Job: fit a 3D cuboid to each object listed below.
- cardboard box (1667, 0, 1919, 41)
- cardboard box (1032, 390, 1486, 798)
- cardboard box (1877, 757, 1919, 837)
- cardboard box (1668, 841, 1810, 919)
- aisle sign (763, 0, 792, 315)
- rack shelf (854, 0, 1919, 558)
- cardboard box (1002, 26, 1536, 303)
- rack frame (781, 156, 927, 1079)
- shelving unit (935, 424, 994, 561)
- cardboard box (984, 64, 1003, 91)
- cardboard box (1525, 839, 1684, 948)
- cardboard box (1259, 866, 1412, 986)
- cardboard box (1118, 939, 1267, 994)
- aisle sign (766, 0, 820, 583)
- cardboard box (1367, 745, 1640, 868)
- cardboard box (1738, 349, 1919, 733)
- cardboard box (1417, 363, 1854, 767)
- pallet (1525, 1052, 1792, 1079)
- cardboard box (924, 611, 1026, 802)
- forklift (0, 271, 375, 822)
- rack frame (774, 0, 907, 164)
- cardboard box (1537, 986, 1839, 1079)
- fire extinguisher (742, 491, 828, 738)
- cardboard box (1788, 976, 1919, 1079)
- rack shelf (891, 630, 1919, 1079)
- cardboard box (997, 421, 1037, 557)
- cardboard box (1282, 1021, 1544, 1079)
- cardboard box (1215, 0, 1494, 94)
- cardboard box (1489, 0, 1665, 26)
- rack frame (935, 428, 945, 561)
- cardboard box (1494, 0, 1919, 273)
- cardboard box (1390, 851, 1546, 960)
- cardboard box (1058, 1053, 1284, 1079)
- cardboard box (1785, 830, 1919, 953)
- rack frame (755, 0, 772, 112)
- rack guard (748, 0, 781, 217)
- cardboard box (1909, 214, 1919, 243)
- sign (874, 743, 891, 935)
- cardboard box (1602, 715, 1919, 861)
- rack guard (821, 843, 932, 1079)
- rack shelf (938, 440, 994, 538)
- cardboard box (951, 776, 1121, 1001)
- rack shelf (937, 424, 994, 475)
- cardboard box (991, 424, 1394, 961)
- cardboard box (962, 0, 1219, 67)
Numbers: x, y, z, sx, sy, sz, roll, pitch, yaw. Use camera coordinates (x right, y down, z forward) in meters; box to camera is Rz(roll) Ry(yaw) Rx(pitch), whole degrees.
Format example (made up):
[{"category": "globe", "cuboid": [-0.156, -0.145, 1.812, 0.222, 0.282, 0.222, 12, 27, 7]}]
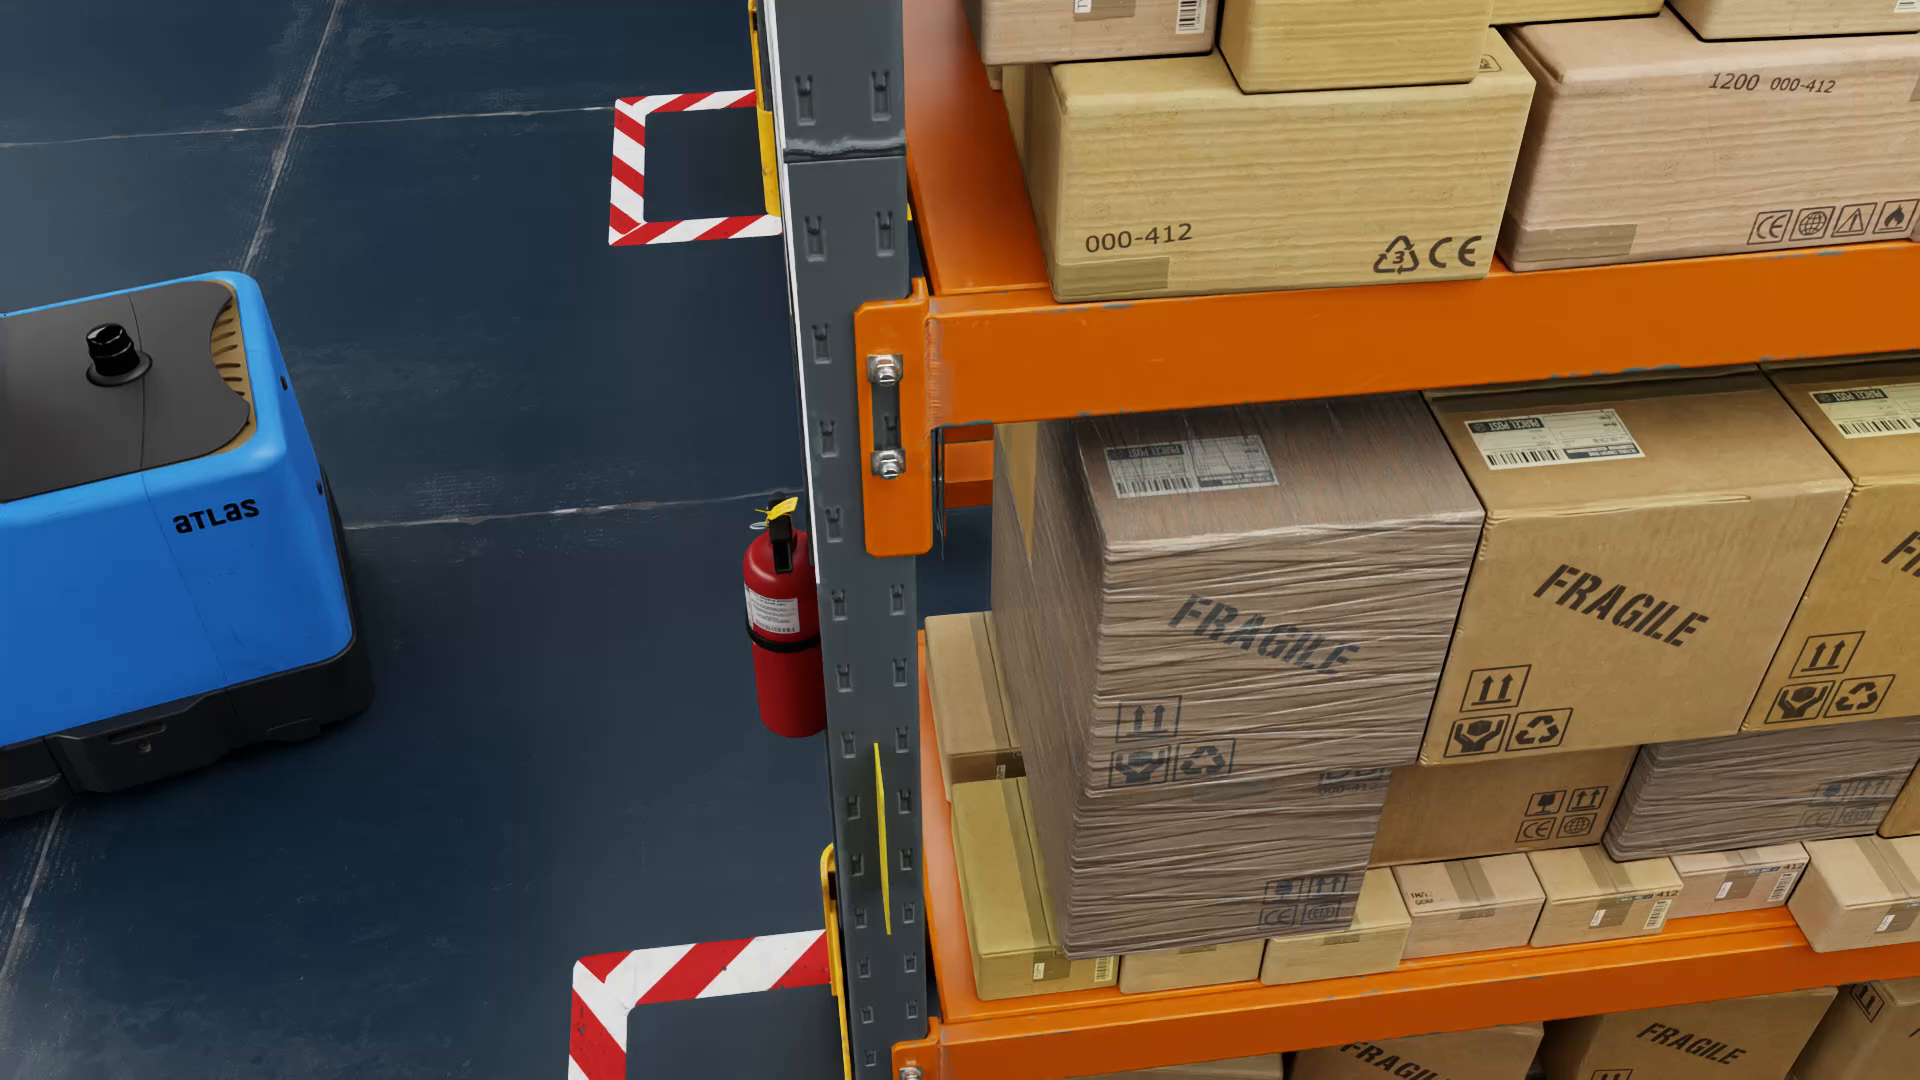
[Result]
[{"category": "cardboard box", "cuboid": [0.905, -0.723, 1.886, 0.250, 0.149, 0.380, -3, 42, -4]}, {"category": "cardboard box", "cuboid": [0.399, 0.007, 2.460, 0.500, 0.500, 0.500, -5, 42, -6]}, {"category": "cardboard box", "cuboid": [1.846, 0.042, 3.168, 0.500, 0.500, 0.875, -5, 42, -6]}, {"category": "cardboard box", "cuboid": [1.370, 0.506, 3.137, 0.250, 0.149, 0.380, -5, 42, -6]}, {"category": "aisle sign", "cuboid": [-0.282, -0.767, 2.420, 0.004, 0.787, 0.394, -5, 42, -6]}, {"category": "rack shelf", "cuboid": [1.801, -0.628, 2.504, 4.000, 0.370, 1.077, -5, 42, -6]}, {"category": "cardboard box", "cuboid": [0.329, -0.536, 1.977, 0.500, 0.250, 0.500, -4, 42, -4]}, {"category": "rack frame", "cuboid": [-0.182, 0.392, 3.076, 0.127, 3.000, 1.000, -5, 42, -6]}, {"category": "shelving unit", "cuboid": [0.053, -0.394, 5.404, 0.252, 1.050, 0.215, -5, 42, -6]}, {"category": "cardboard box", "cuboid": [0.263, -0.876, 2.355, 0.500, 0.250, 0.500, -4, 42, -5]}, {"category": "cardboard box", "cuboid": [1.126, 0.546, 3.093, 0.250, 0.149, 0.380, -5, 42, -6]}, {"category": "cardboard box", "cuboid": [0.632, 0.598, 3.035, 0.250, 0.149, 0.380, -5, 42, -6]}, {"category": "cardboard box", "cuboid": [0.382, 0.610, 3.022, 0.250, 0.149, 0.380, -5, 42, -6]}, {"category": "aisle sign", "cuboid": [-0.204, -0.368, 1.978, 0.004, 0.787, 0.394, -5, 42, -6]}, {"category": "cardboard box", "cuboid": [0.847, 0.092, 3.112, 0.500, 0.500, 0.875, -5, 42, -6]}, {"category": "cardboard box", "cuboid": [1.391, -0.076, 2.552, 0.500, 0.500, 0.500, -5, 42, -6]}, {"category": "cardboard box", "cuboid": [0.896, -0.032, 2.503, 0.500, 0.500, 0.500, -5, 42, -6]}, {"category": "pallet", "cuboid": [1.911, 1.270, 4.184, 1.213, 0.211, 1.003, -5, 42, -6]}, {"category": "cardboard box", "cuboid": [0.074, 0.324, 3.339, 0.250, 0.149, 0.380, -5, 42, -6]}, {"category": "forklift", "cuboid": [-3.370, -0.458, 4.070, 3.031, 2.935, 1.130, -15, 44, -16]}, {"category": "rack frame", "cuboid": [-0.182, -1.835, 1.066, 0.127, 3.000, 1.000, -5, 42, -6]}, {"category": "cardboard box", "cuboid": [1.651, 1.005, 3.949, 0.500, 0.500, 0.500, -1, 42, -2]}, {"category": "fire extinguisher", "cuboid": [-0.355, 0.125, 3.430, 0.183, 0.674, 0.296, -5, 42, -6]}, {"category": "cardboard box", "cuboid": [2.210, 0.986, 3.970, 0.500, 0.500, 0.500, -9, 43, -9]}, {"category": "rack shelf", "cuboid": [1.801, 0.486, 3.509, 4.000, 0.370, 1.077, -5, 42, -6]}, {"category": "cardboard box", "cuboid": [0.331, -0.338, 2.842, 0.500, 0.500, 0.500, -5, 42, -6]}, {"category": "cardboard box", "cuboid": [1.028, 1.047, 3.903, 0.500, 0.500, 0.500, 5, 42, 6]}, {"category": "cardboard box", "cuboid": [0.391, -0.643, 1.798, 0.250, 0.149, 0.380, -4, 42, -5]}, {"category": "cardboard box", "cuboid": [0.625, -0.746, 1.913, 0.250, 0.149, 0.380, -6, 42, -6]}, {"category": "rack frame", "cuboid": [-0.068, -0.384, 5.392, 0.008, 1.050, 0.200, -5, 42, -6]}, {"category": "cardboard box", "cuboid": [0.840, -0.585, 2.031, 0.500, 0.250, 0.500, -6, 42, -6]}, {"category": "cardboard box", "cuboid": [0.877, 0.563, 3.074, 0.250, 0.149, 0.380, -5, 42, -6]}, {"category": "cardboard box", "cuboid": [0.439, 1.121, 3.820, 0.500, 0.500, 0.500, 2, 42, 2]}, {"category": "cardboard box", "cuboid": [1.632, 0.553, 3.085, 0.250, 0.149, 0.380, -5, 42, -6]}, {"category": "rack frame", "cuboid": [-0.824, -2.897, 6.722, 0.127, 3.000, 1.000, -5, 42, -6]}, {"category": "rack guard", "cuboid": [-0.755, -2.007, 7.602, 0.348, 0.500, 1.175, -5, 42, -6]}, {"category": "cardboard box", "cuboid": [1.332, -0.625, 2.076, 0.500, 0.250, 0.500, -5, 42, -6]}, {"category": "sign", "cuboid": [-0.111, 0.431, 2.386, 0.005, 0.325, 0.100, -5, 42, -6]}, {"category": "cardboard box", "cuboid": [1.349, 0.077, 3.128, 0.500, 0.500, 0.875, -5, 42, -6]}, {"category": "rack guard", "cuboid": [-0.107, 1.314, 3.920, 0.348, 0.500, 1.175, -5, 42, -6]}, {"category": "rack shelf", "cuboid": [0.053, -0.180, 5.597, 0.240, 0.259, 0.215, -5, 42, -6]}, {"category": "cardboard box", "cuboid": [0.132, 0.619, 3.012, 0.250, 0.149, 0.380, -5, 42, -6]}, {"category": "rack shelf", "cuboid": [0.053, -0.387, 5.411, 0.240, 0.259, 0.215, -5, 42, -6]}, {"category": "cardboard box", "cuboid": [0.367, 0.215, 2.975, 0.500, 0.500, 0.875, -5, 42, -6]}, {"category": "cardboard box", "cuboid": [0.121, -0.684, 1.844, 0.250, 0.149, 0.380, -5, 42, -6]}]
